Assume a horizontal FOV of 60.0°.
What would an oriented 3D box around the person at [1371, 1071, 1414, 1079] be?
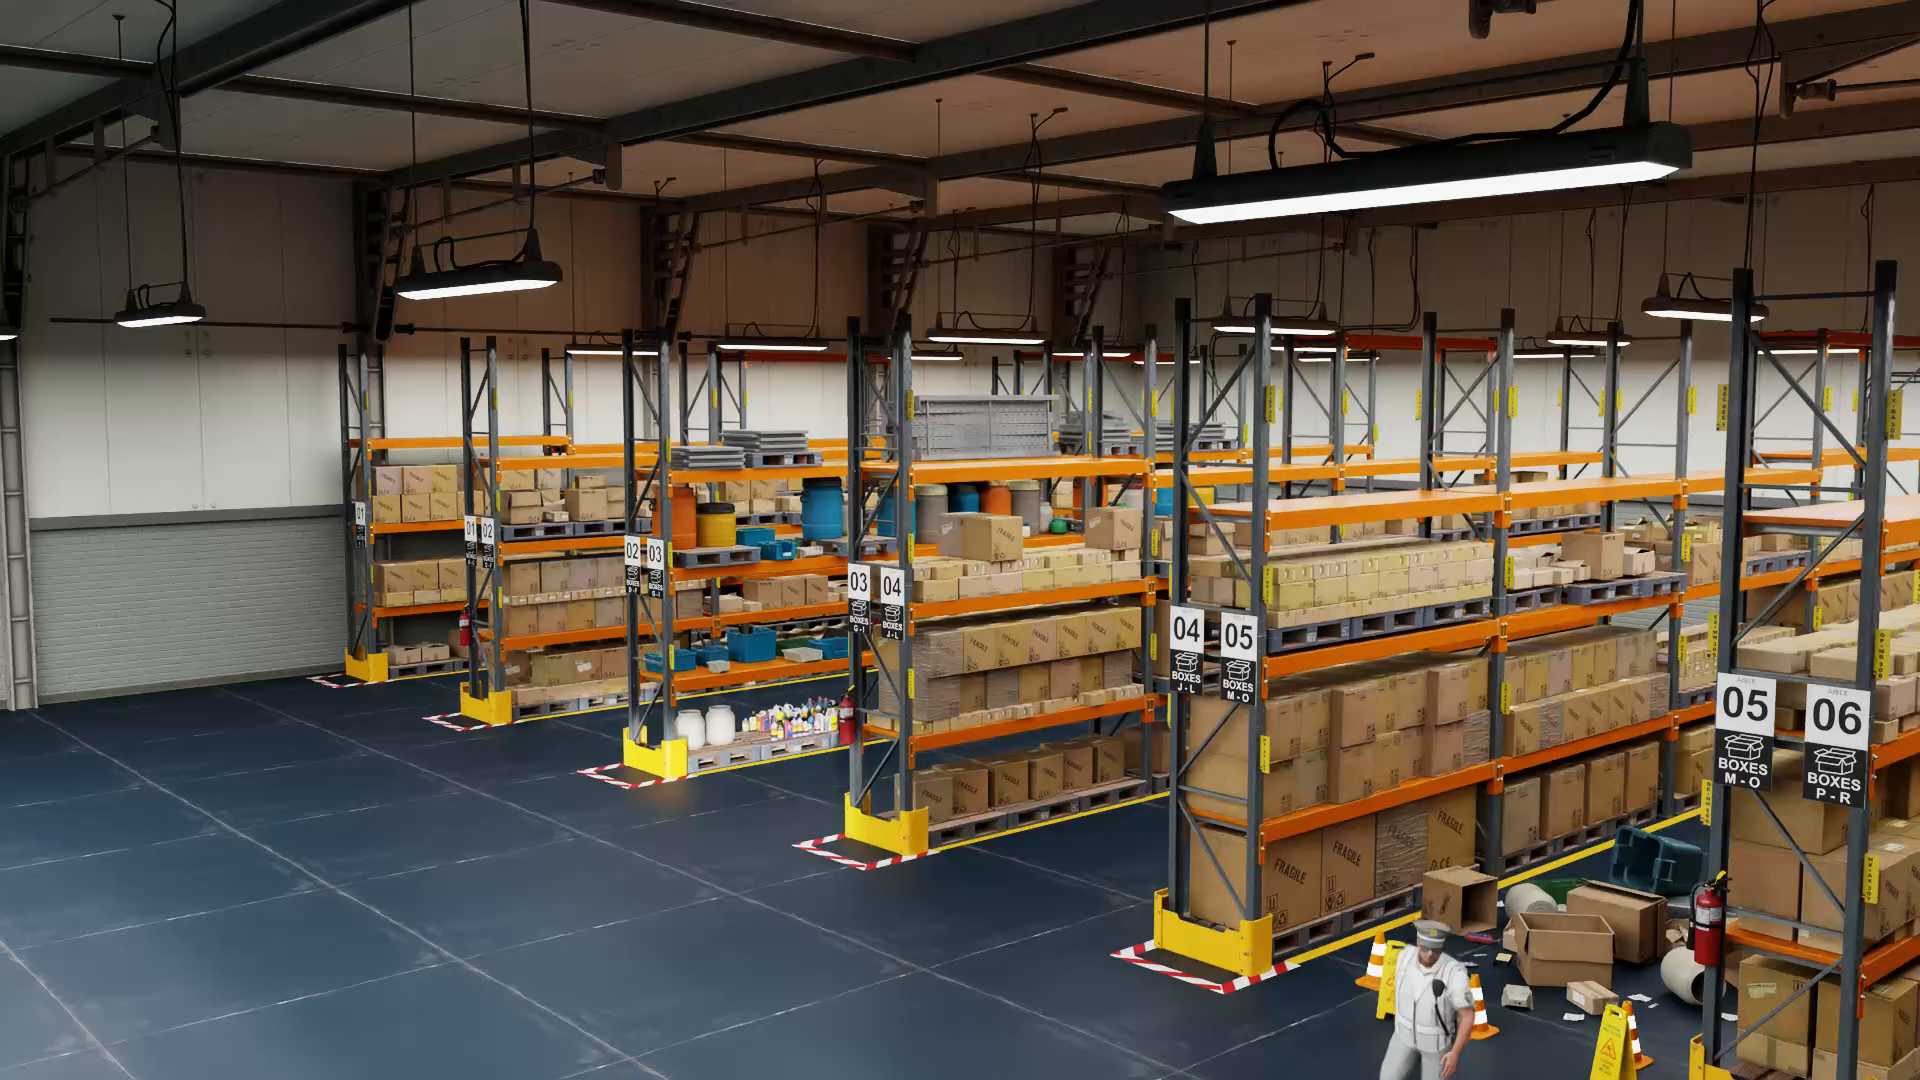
[{"bbox_3d":[2.221,3.563,8.507,0.639,1.791,0.971,2,5,18],"label":"person"}]
